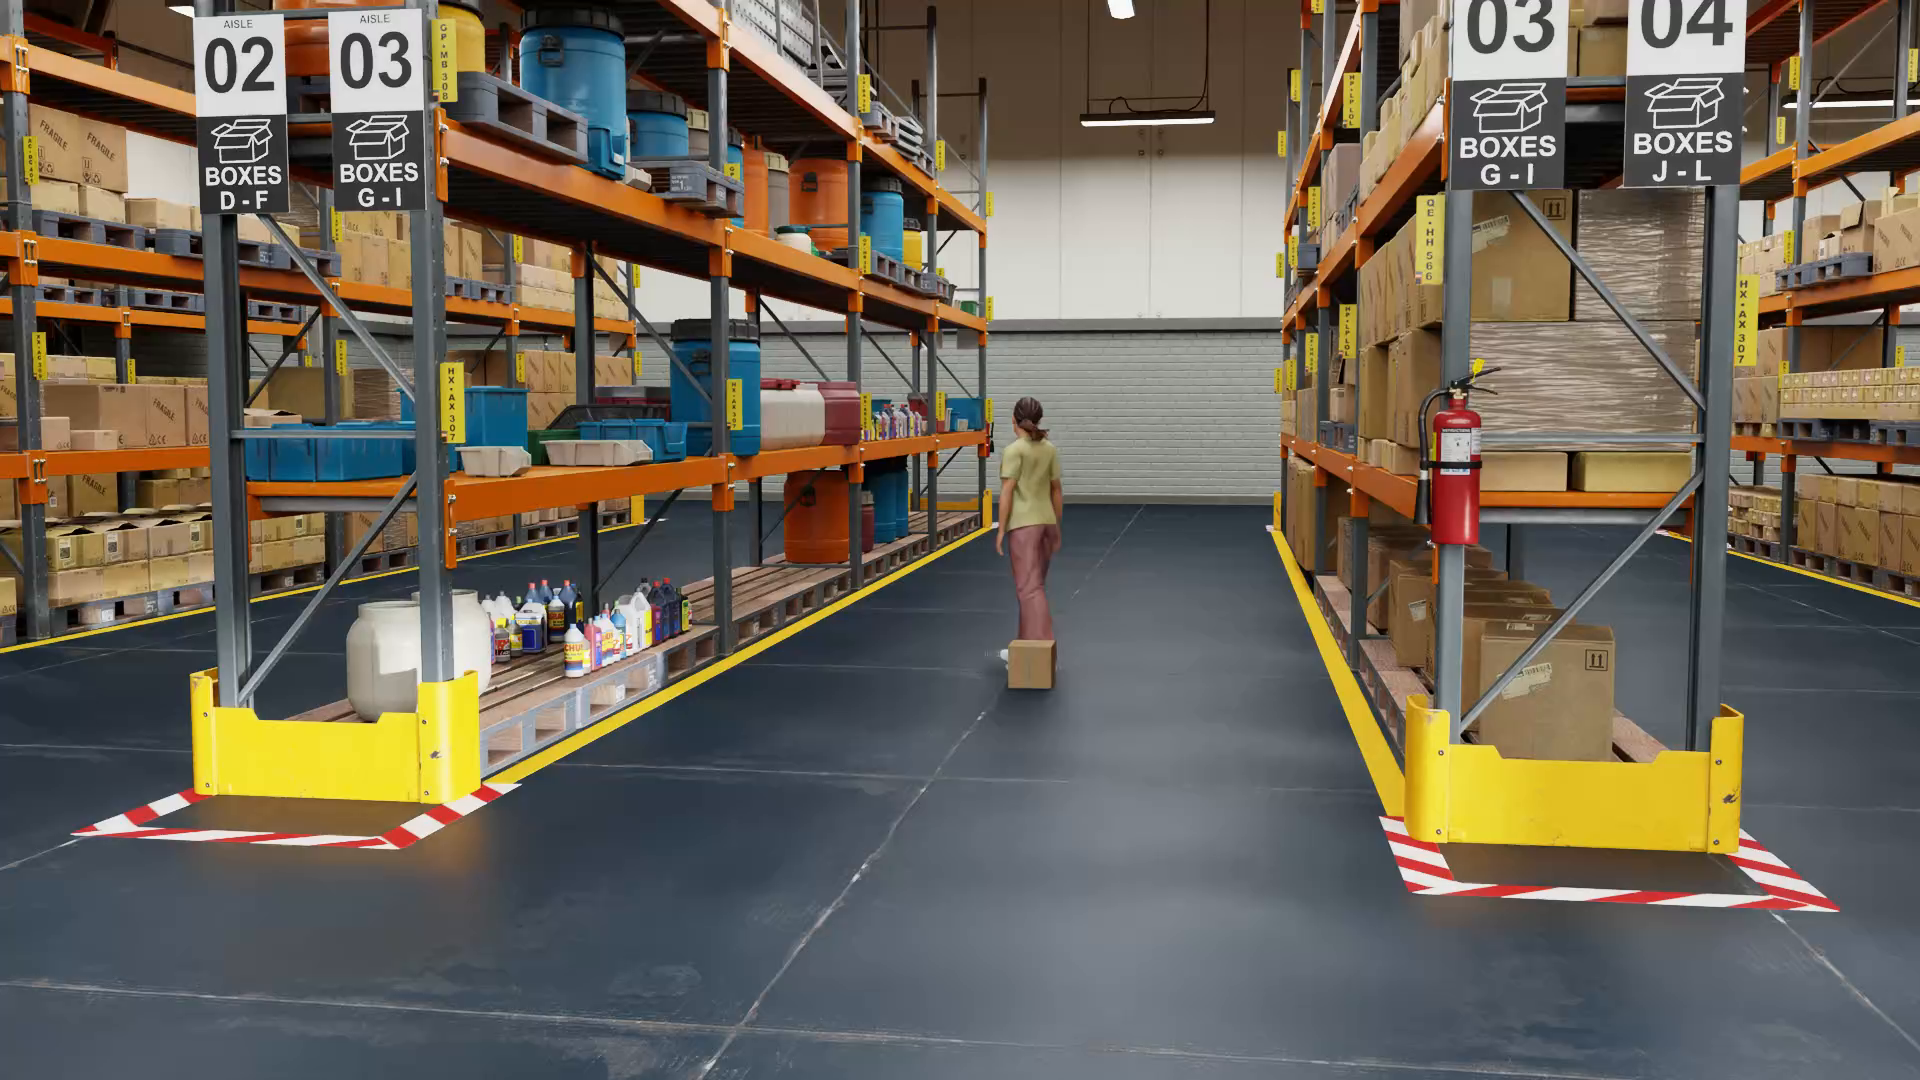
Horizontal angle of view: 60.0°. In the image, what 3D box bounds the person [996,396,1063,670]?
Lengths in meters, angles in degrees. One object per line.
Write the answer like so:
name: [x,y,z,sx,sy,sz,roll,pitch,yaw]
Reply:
person: [0.400,-0.042,10.153,0.594,1.666,0.528,4,6,40]
